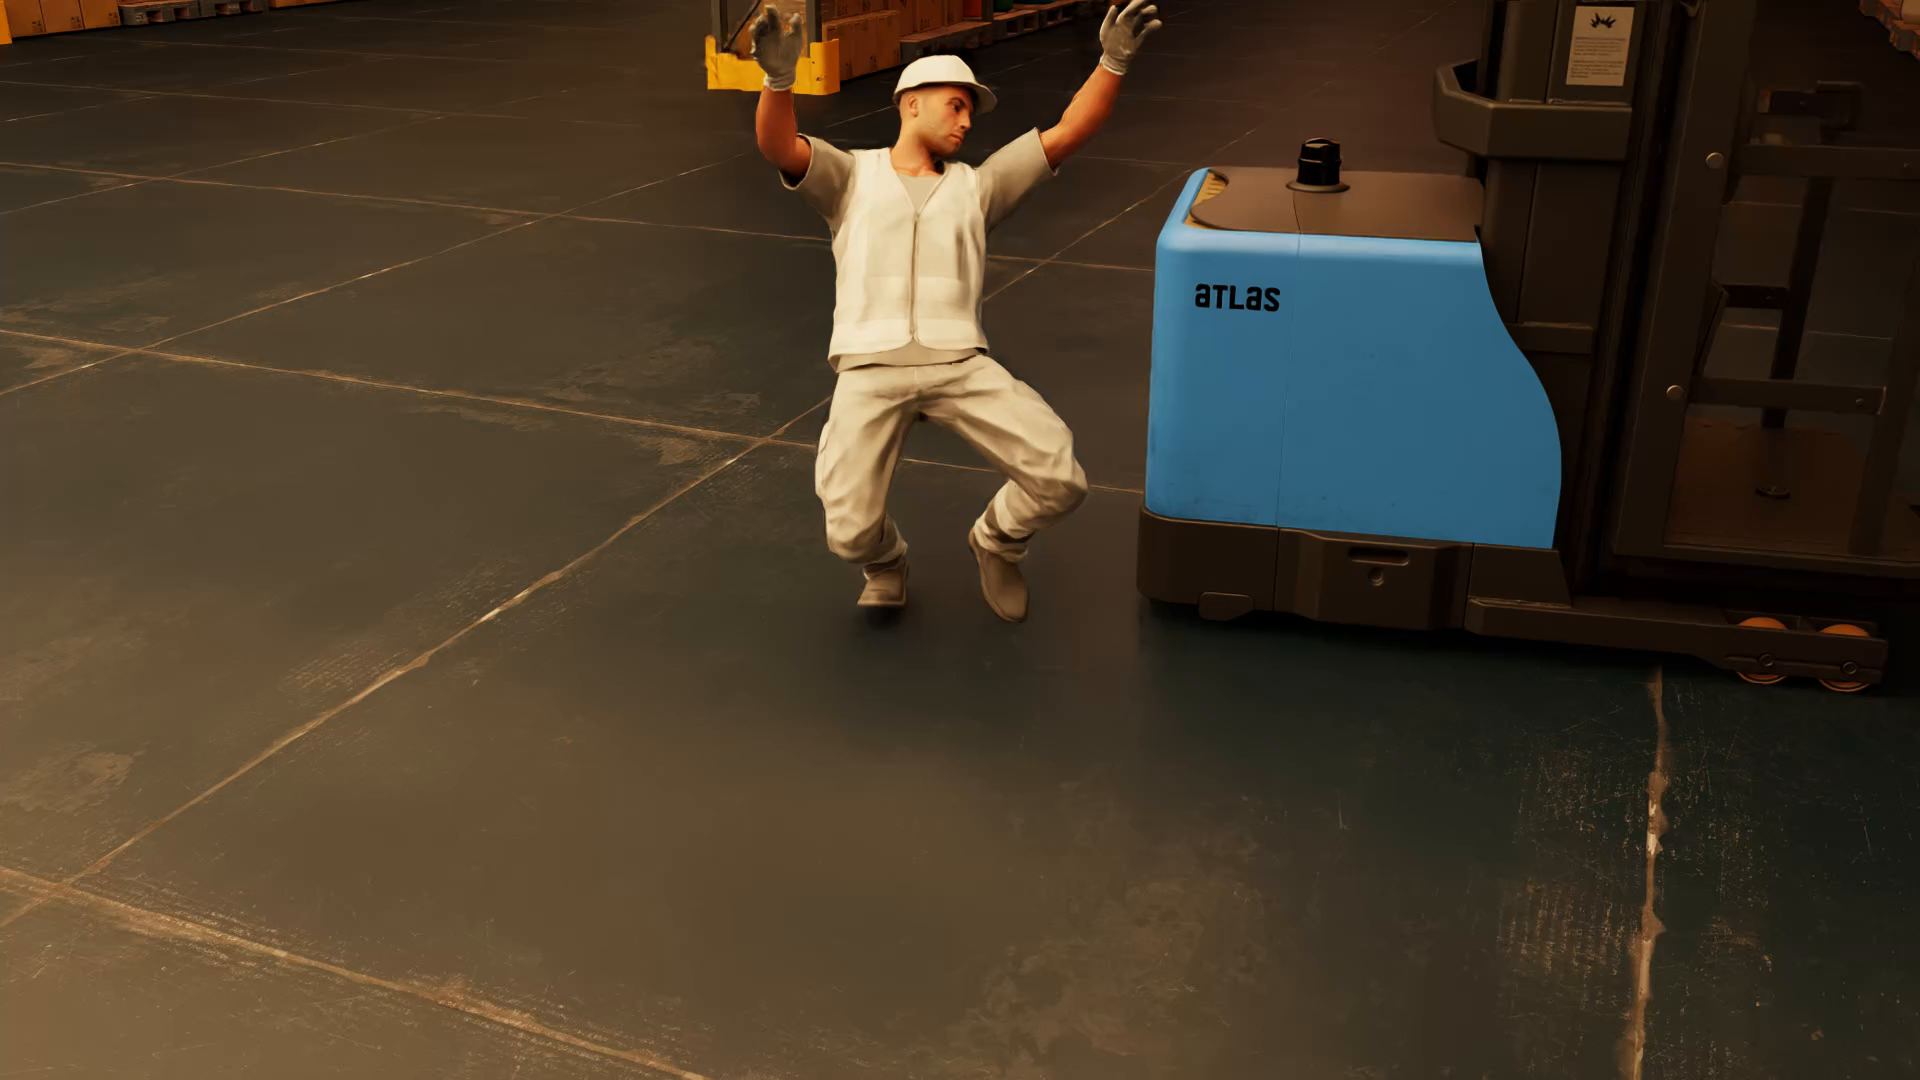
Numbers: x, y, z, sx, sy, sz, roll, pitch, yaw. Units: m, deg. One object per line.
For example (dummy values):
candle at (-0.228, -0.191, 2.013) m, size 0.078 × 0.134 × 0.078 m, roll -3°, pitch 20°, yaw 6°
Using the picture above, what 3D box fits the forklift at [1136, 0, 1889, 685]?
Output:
forklift at (2.060, -1.195, 4.151) m, size 3.031 × 2.935 × 1.130 m, roll 5°, pitch 23°, yaw 12°

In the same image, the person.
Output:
person at (-0.011, -0.594, 4.274) m, size 0.999 × 1.548 × 0.774 m, roll -3°, pitch 23°, yaw -7°
